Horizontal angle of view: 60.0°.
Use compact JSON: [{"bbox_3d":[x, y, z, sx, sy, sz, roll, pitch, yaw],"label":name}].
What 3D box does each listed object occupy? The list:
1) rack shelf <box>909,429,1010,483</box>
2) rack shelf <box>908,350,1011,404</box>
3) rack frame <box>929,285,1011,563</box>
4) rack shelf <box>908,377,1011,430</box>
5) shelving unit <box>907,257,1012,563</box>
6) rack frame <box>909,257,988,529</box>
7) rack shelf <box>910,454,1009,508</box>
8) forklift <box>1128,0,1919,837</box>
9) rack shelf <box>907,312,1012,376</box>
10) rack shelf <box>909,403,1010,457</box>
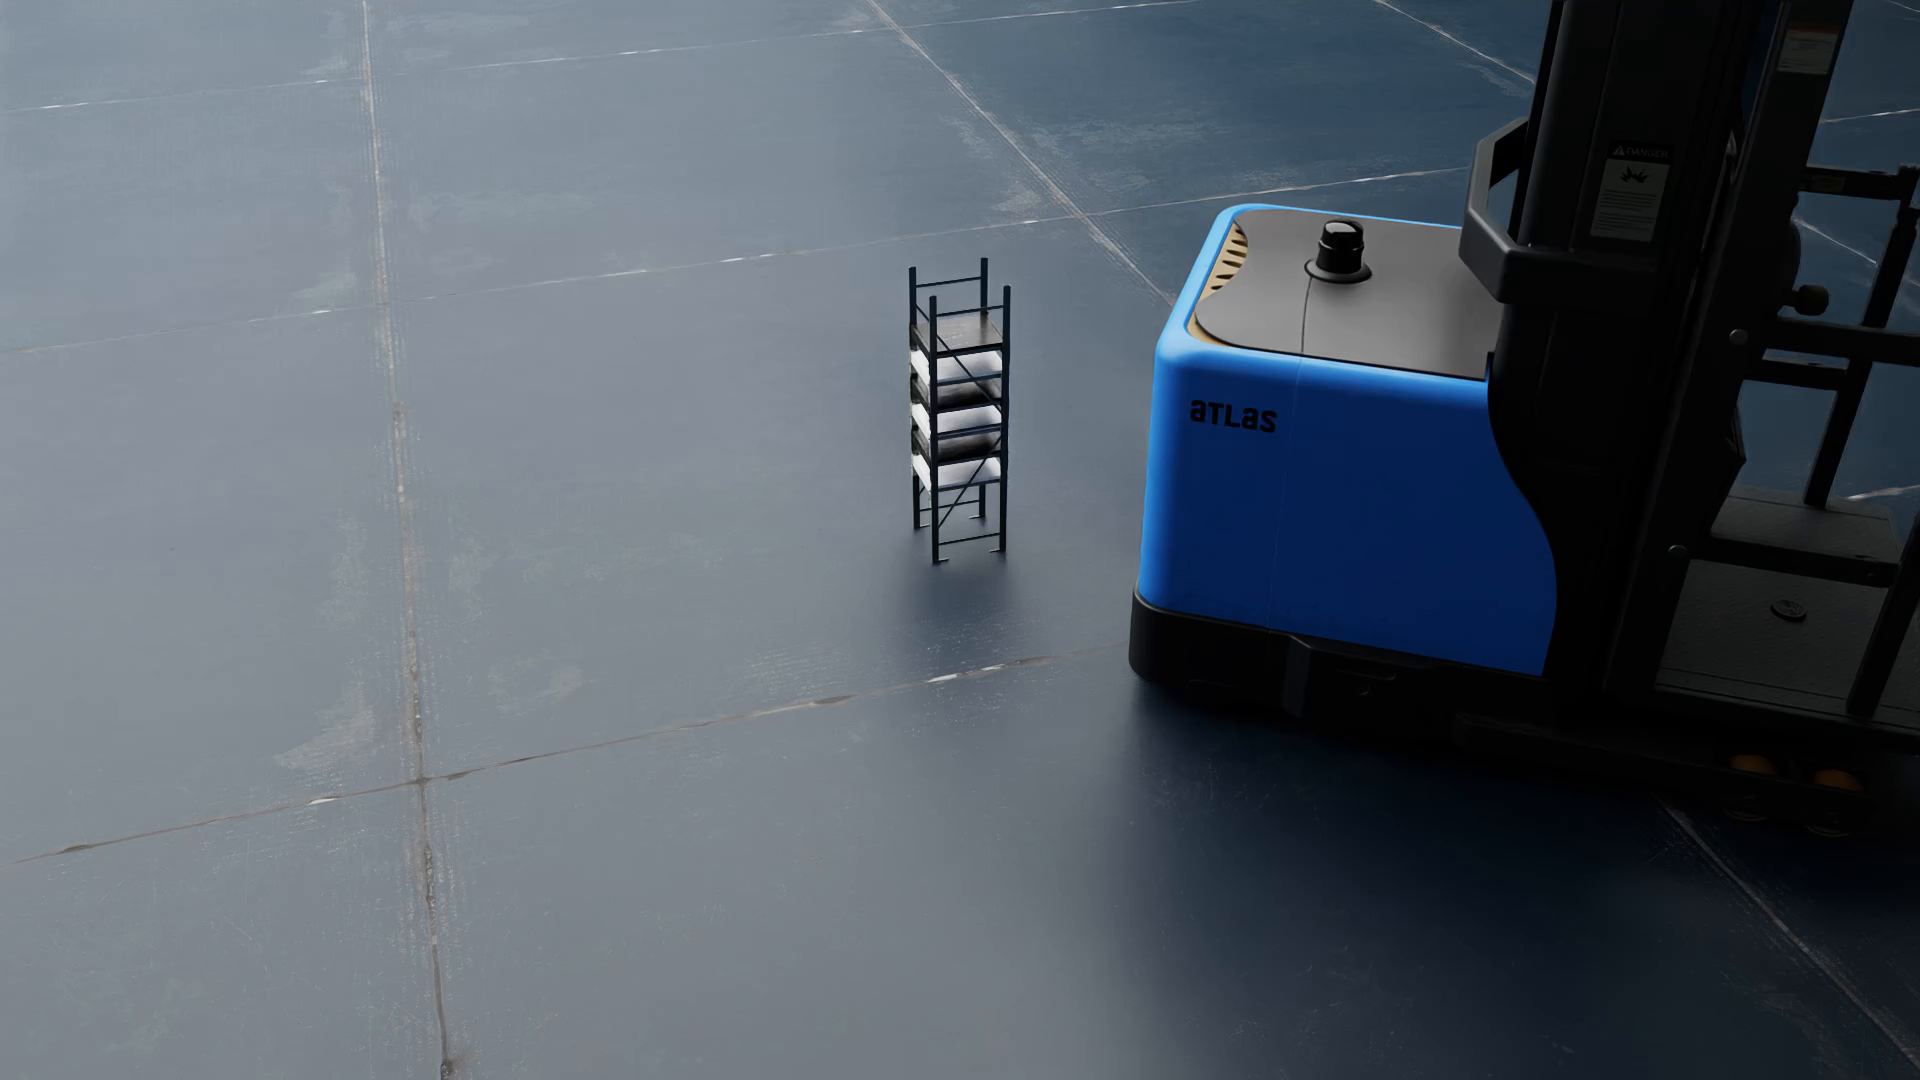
[{"bbox_3d":[-0.002,-0.277,5.076,0.258,0.077,0.200,-10,35,-15],"label":"rack shelf"},{"bbox_3d":[-0.002,-0.502,4.928,0.258,0.077,0.200,-10,35,-15],"label":"rack shelf"},{"bbox_3d":[0.029,-0.326,4.928,0.240,0.900,0.006,-10,35,-15],"label":"rack frame"},{"bbox_3d":[-0.002,-0.427,4.977,0.258,0.077,0.200,-10,35,-15],"label":"rack shelf"},{"bbox_3d":[-0.002,-0.380,5.008,0.258,0.900,0.210,-10,35,-15],"label":"shelving unit"},{"bbox_3d":[-0.033,-0.433,5.089,0.240,0.900,0.006,-10,35,-15],"label":"rack frame"},{"bbox_3d":[-0.002,-0.202,5.126,0.258,0.077,0.200,-10,35,-15],"label":"rack shelf"},{"bbox_3d":[2.042,-0.814,3.823,3.031,2.935,1.130,10,35,14],"label":"forklift"},{"bbox_3d":[-0.002,-0.577,4.878,0.258,0.077,0.200,-10,35,-15],"label":"rack shelf"},{"bbox_3d":[-0.002,-0.352,5.027,0.258,0.077,0.200,-10,35,-15],"label":"rack shelf"}]
